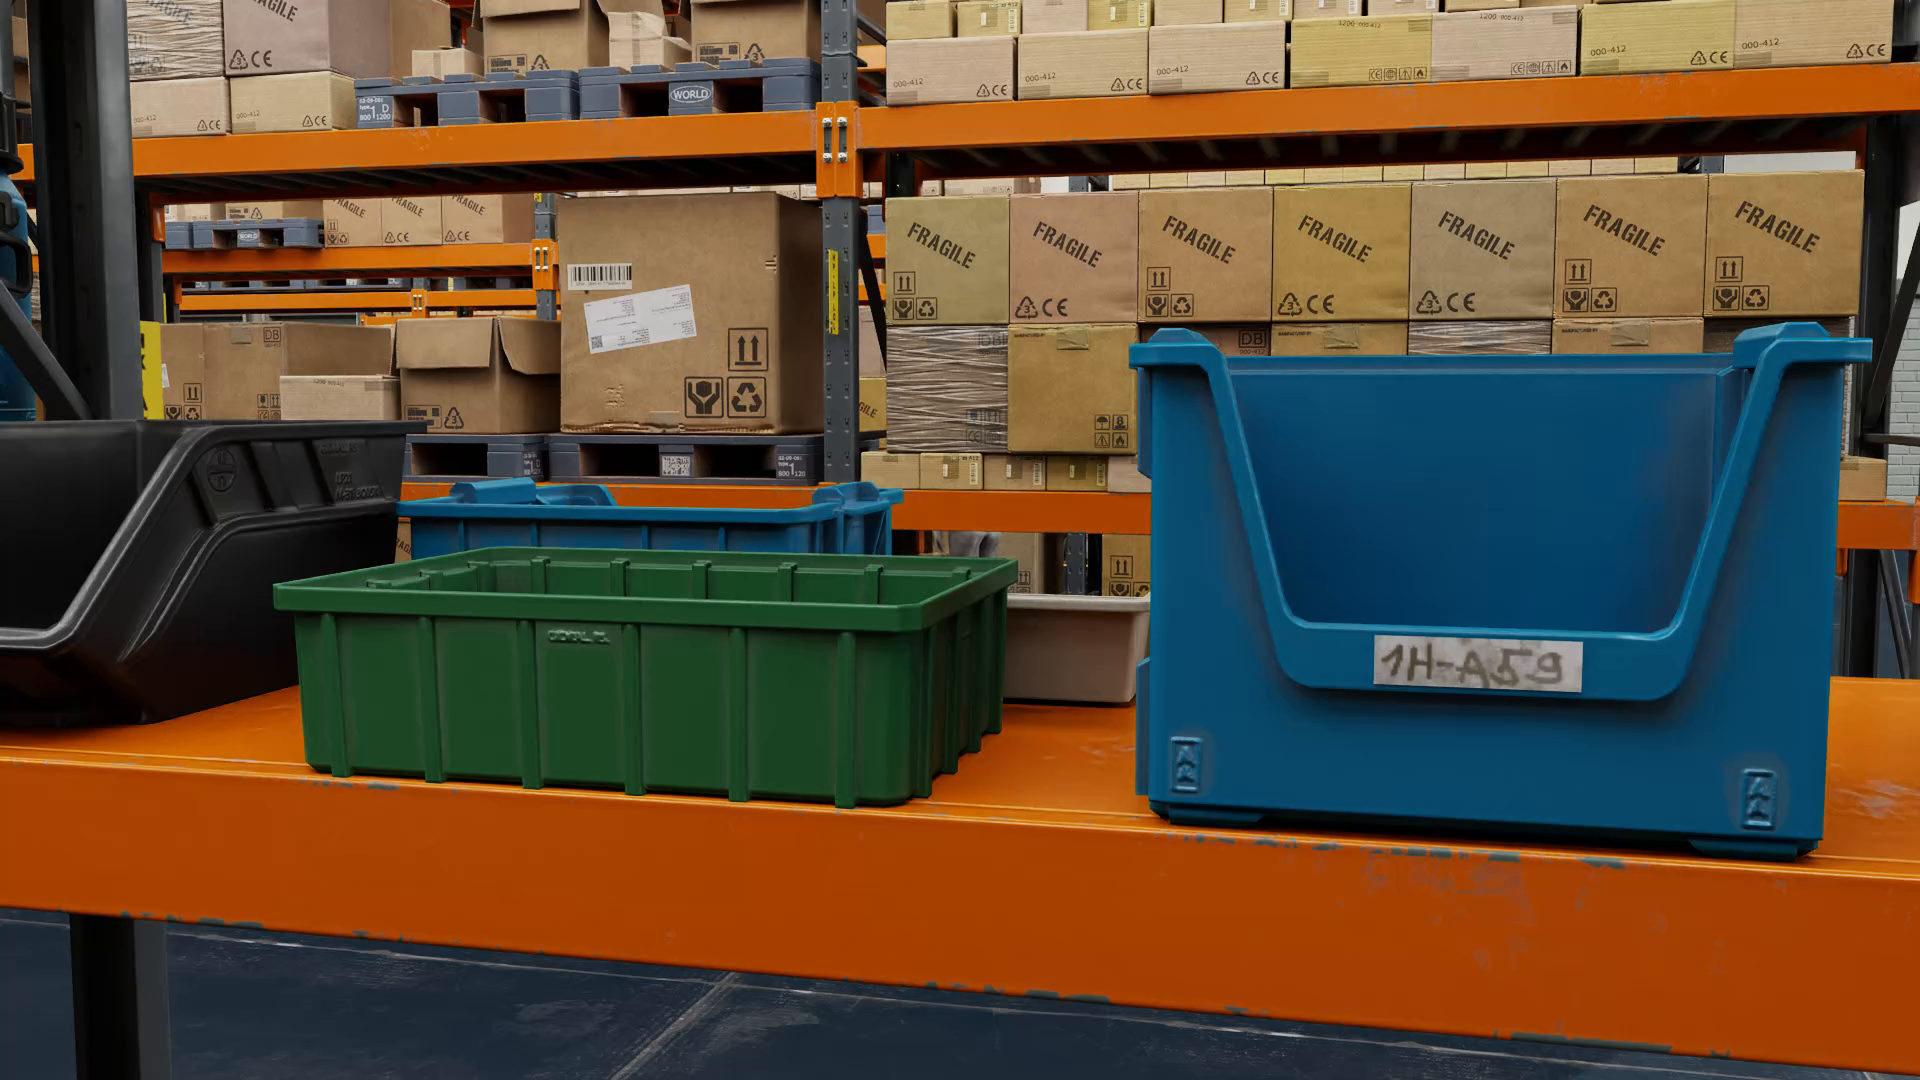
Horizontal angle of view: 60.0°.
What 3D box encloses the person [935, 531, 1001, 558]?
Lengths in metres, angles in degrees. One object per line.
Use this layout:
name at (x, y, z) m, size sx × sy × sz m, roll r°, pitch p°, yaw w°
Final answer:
person at (0.052, -0.080, 10.397) m, size 0.568 × 1.696 × 0.539 m, roll -5°, pitch 7°, yaw -43°
